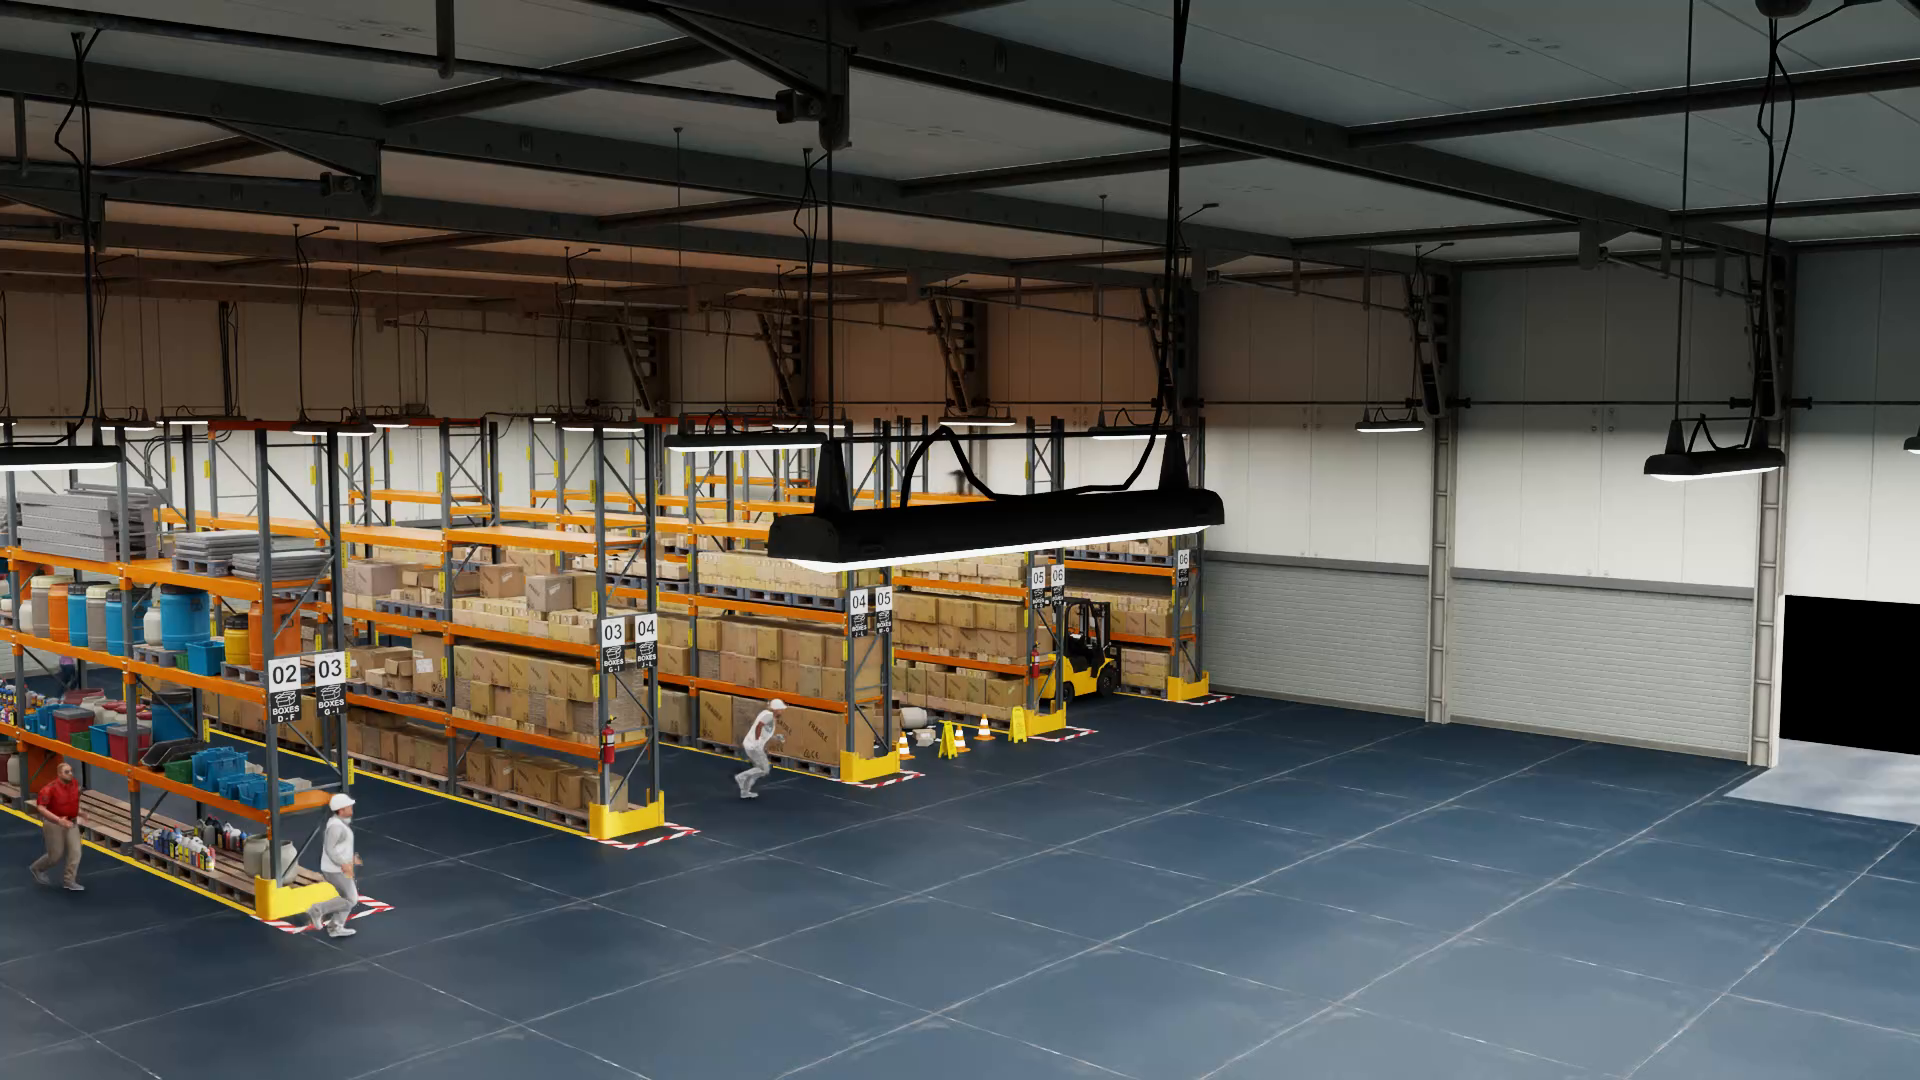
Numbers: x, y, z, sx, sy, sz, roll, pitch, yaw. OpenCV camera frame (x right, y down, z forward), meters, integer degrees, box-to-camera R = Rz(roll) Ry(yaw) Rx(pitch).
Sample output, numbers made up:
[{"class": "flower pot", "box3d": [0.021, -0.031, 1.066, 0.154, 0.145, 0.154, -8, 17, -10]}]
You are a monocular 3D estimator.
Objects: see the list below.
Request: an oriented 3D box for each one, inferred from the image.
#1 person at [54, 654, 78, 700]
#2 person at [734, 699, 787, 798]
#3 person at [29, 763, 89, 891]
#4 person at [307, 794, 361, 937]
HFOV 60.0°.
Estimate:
[{"class": "person", "box3d": [-18.754, 2.622, 35.009, 0.622, 1.592, 0.511, -2, 5, -22]}, {"class": "person", "box3d": [-3.177, 3.338, 26.543, 0.849, 1.586, 0.718, -1, 5, -10]}, {"class": "person", "box3d": [-11.733, 3.707, 21.583, 0.819, 1.685, 0.660, 2, 5, 25]}, {"class": "person", "box3d": [-7.396, 3.849, 19.628, 0.598, 1.714, 0.650, -1, 5, -15]}]
